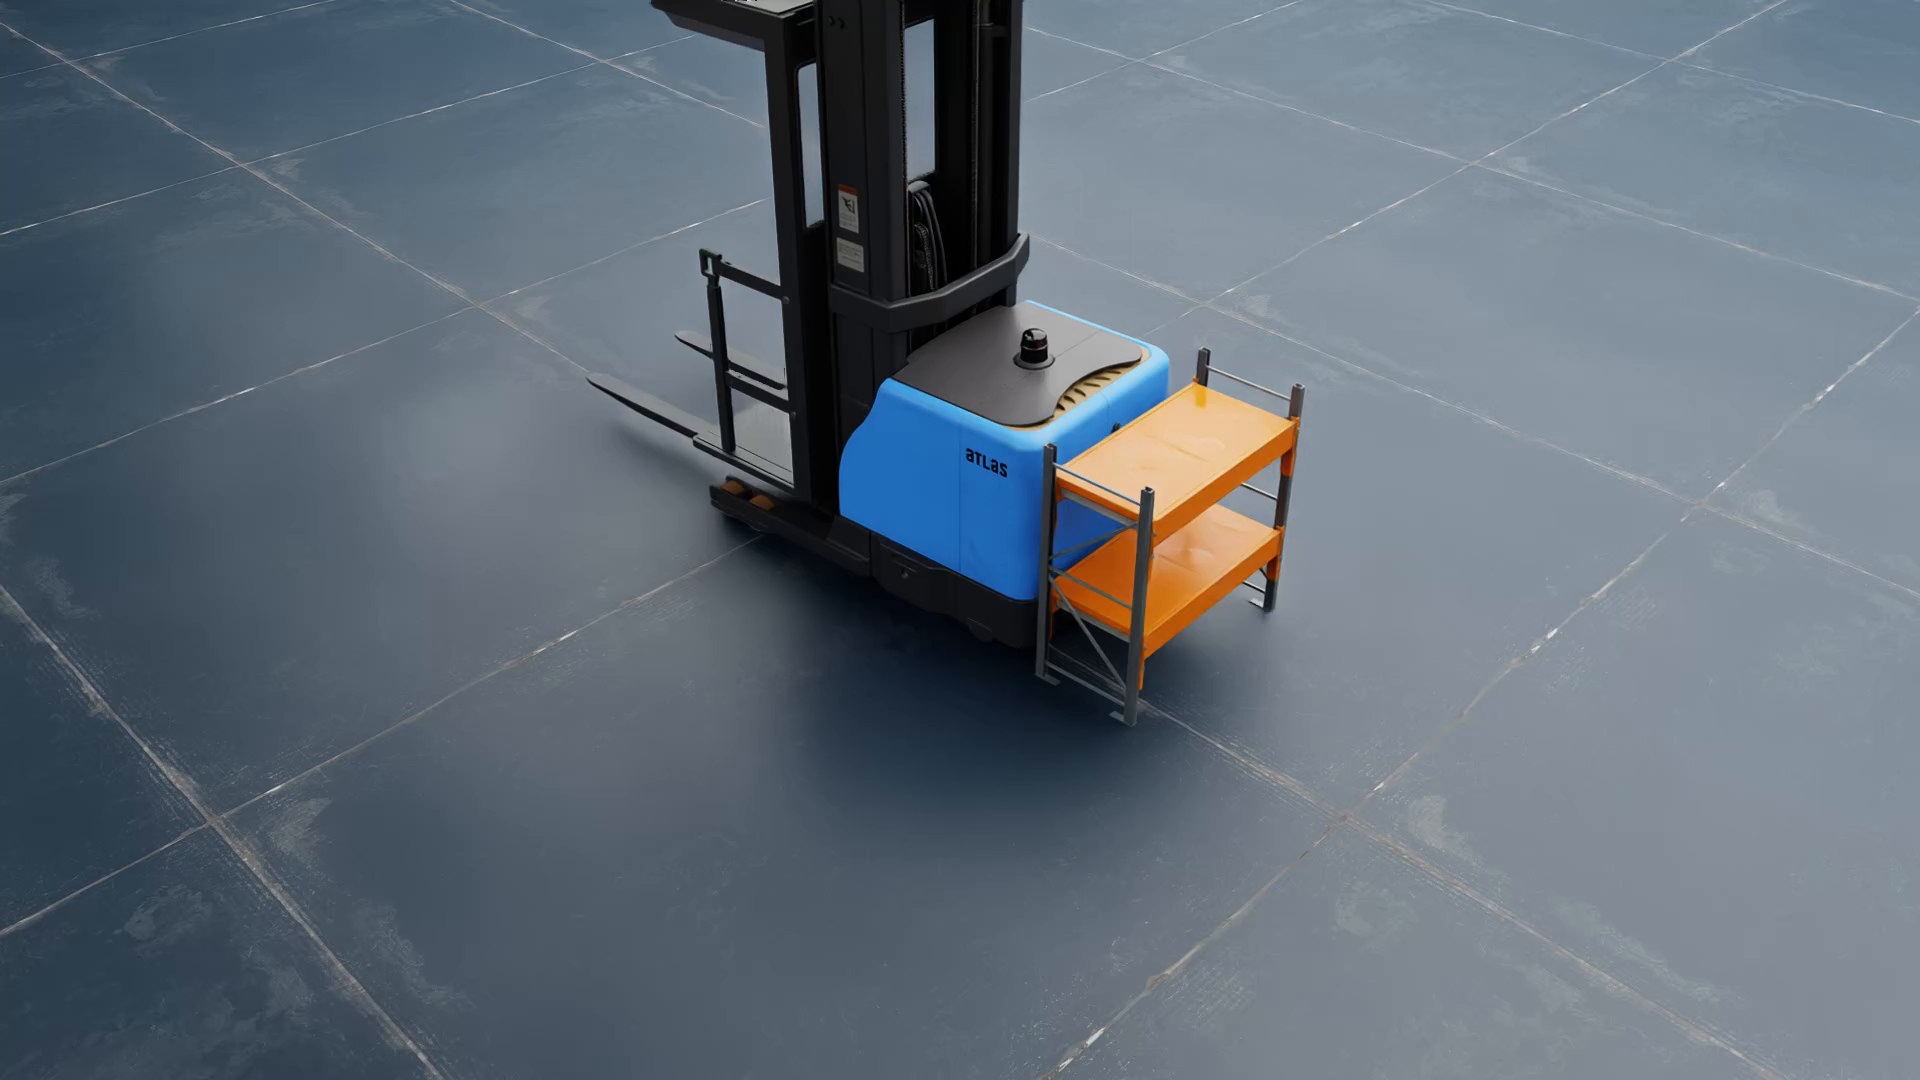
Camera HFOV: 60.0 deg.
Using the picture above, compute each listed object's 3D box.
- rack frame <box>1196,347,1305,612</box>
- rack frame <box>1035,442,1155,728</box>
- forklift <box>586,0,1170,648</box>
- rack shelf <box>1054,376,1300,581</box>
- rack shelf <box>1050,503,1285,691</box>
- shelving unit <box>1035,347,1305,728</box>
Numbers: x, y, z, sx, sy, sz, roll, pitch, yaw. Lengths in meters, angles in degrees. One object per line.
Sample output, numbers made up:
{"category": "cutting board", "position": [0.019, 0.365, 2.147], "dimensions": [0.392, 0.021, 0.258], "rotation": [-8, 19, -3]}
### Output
{"category": "rack frame", "position": [1.188, -0.245, 7.117], "dimensions": [0.500, 1.125, 0.032], "rotation": [27, 43, 33]}
{"category": "rack frame", "position": [0.513, 0.190, 6.494], "dimensions": [0.500, 1.125, 0.032], "rotation": [27, 43, 33]}
{"category": "forklift", "position": [-0.553, -1.450, 7.266], "dimensions": [3.031, 2.935, 1.130], "rotation": [25, 42, 32]}
{"category": "rack shelf", "position": [0.851, -0.267, 6.638], "dimensions": [0.538, 0.278, 1.000], "rotation": [27, 43, 33]}
{"category": "rack shelf", "position": [0.850, 0.173, 6.945], "dimensions": [0.538, 0.278, 1.000], "rotation": [27, 43, 33]}
{"category": "shelving unit", "position": [0.851, -0.028, 6.805], "dimensions": [0.538, 1.125, 1.048], "rotation": [27, 43, 33]}
